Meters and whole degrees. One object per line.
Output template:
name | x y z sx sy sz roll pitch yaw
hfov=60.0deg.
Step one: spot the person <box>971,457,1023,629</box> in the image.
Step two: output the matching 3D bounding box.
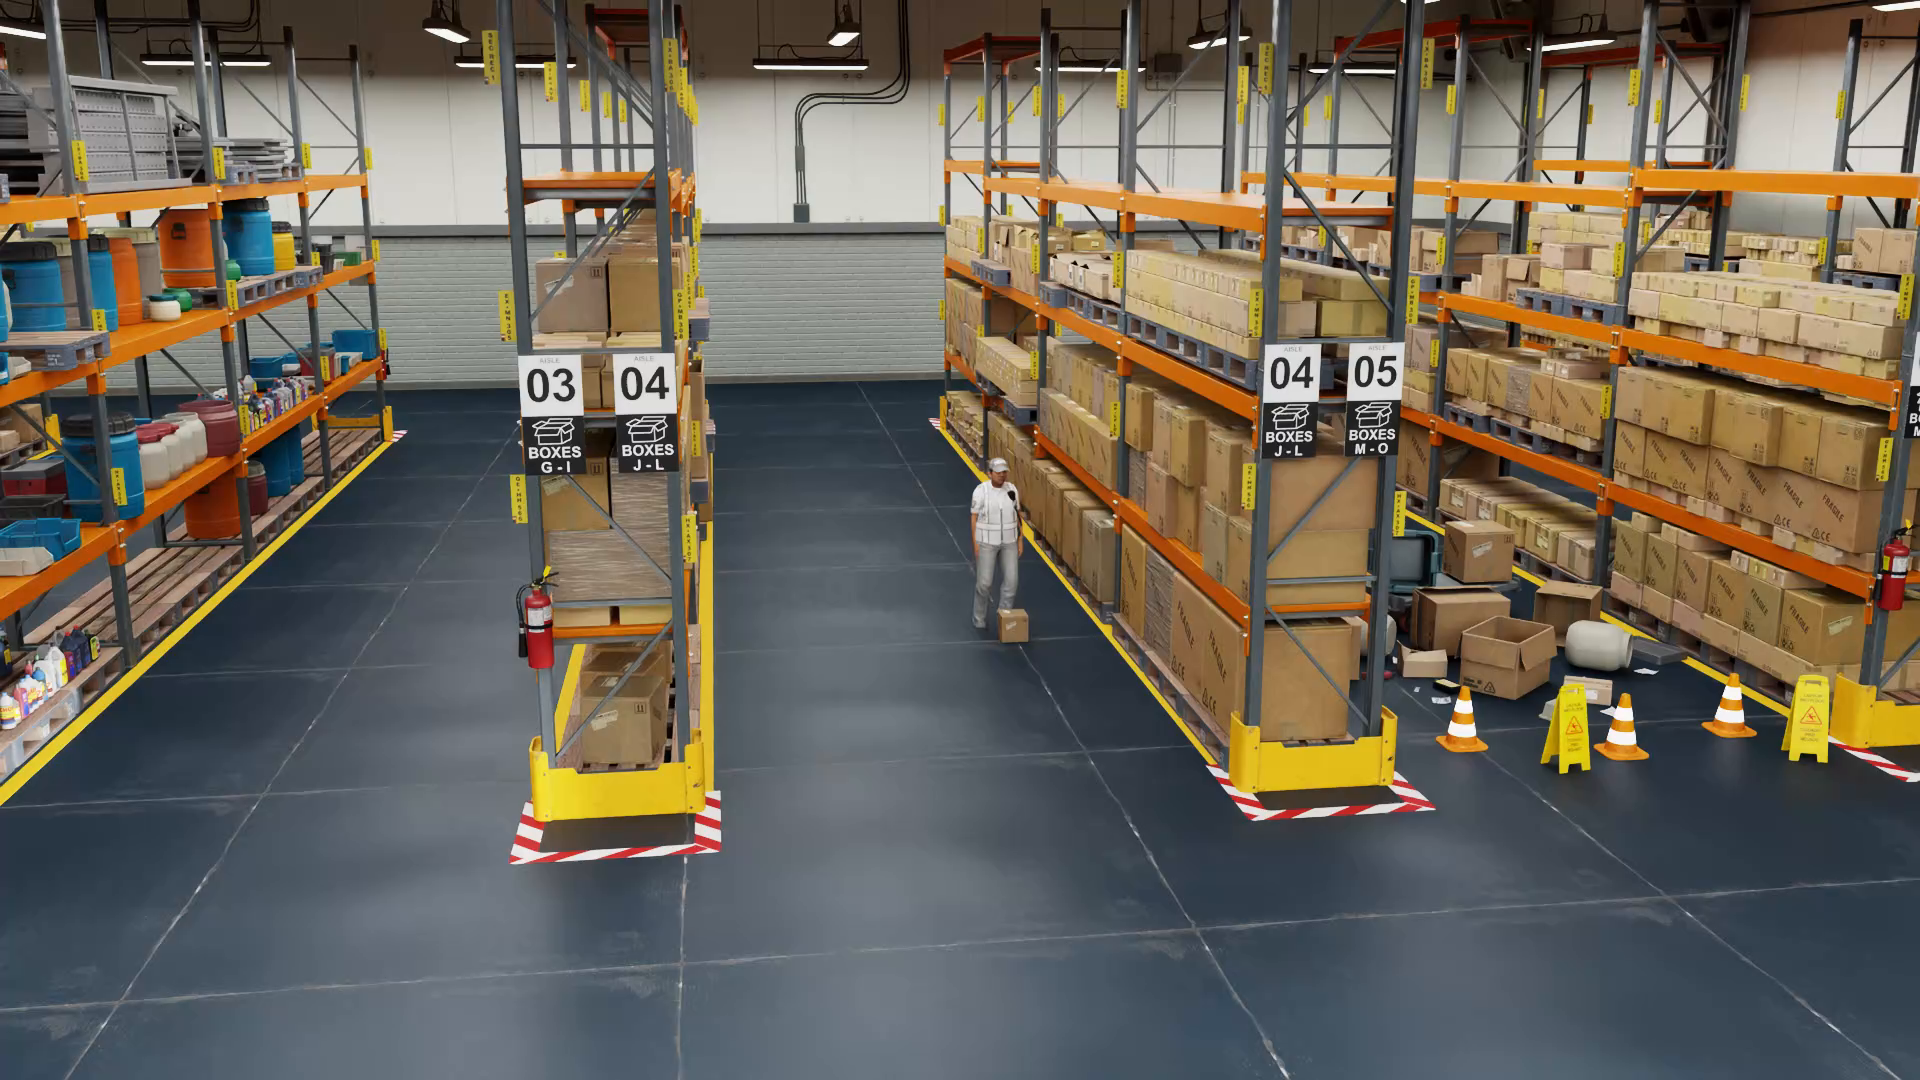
person | 0.361 0.065 15.903 0.495 1.726 0.386 -4 14 -17
